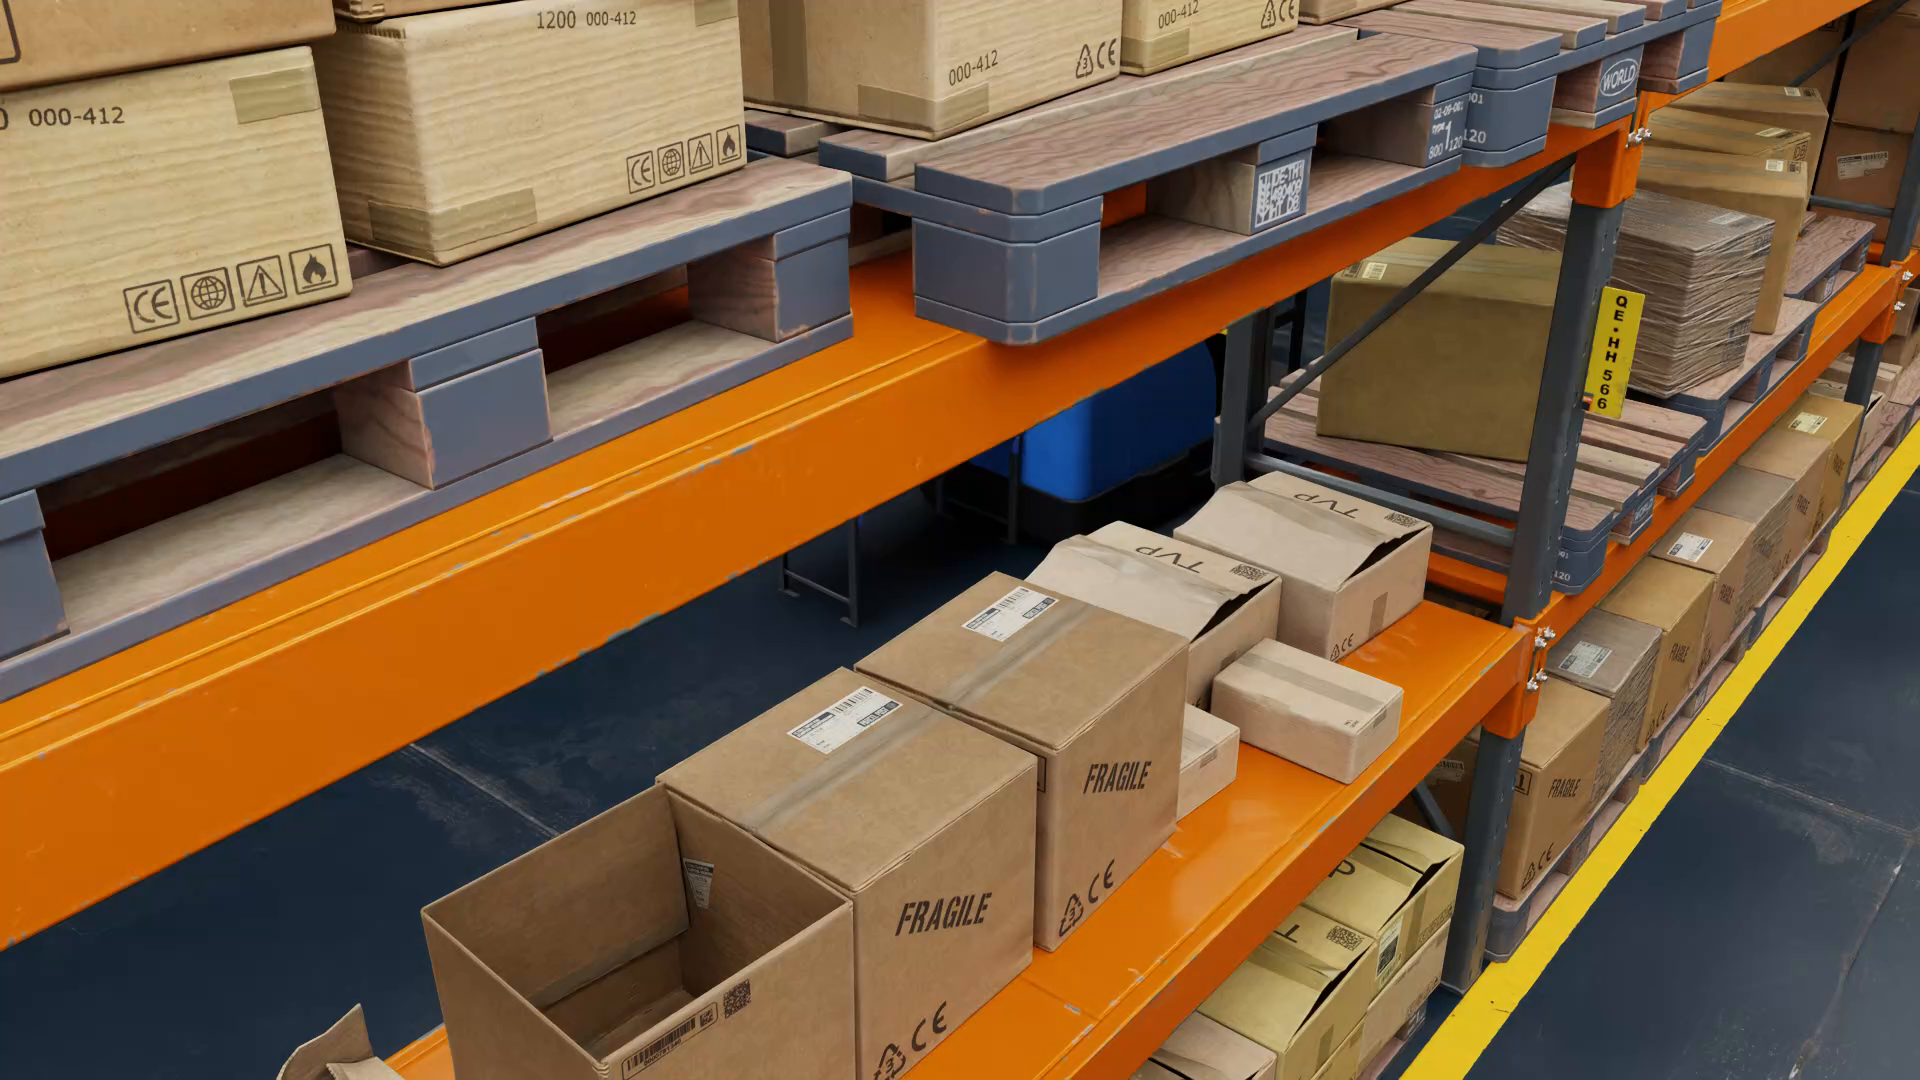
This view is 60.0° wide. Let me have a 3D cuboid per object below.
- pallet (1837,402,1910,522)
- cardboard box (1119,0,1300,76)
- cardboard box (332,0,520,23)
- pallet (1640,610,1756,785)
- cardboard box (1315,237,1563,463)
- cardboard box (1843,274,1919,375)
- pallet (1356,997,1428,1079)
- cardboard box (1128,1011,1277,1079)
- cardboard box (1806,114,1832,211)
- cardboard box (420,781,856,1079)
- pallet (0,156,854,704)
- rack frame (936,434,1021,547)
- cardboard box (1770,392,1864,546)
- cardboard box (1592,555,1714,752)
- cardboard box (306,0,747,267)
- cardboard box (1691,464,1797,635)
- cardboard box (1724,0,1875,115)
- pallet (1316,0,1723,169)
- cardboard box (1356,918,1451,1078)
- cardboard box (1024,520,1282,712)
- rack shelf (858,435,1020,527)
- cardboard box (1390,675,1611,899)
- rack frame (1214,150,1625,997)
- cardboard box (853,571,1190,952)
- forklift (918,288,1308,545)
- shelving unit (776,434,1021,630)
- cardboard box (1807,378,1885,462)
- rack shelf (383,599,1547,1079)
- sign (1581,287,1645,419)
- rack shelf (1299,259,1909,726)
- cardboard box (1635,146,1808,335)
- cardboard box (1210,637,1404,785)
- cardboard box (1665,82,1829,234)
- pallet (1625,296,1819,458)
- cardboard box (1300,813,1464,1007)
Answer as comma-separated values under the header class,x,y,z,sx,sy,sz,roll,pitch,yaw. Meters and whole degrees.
class,x,y,z,sx,sy,sz,roll,pitch,yaw
pallet,4.167,-0.531,8.548,1.003,0.211,1.213,21,34,34
cardboard box,0.248,-0.993,2.846,0.500,0.250,0.500,20,33,33
cardboard box,-0.592,-0.891,1.834,0.500,0.500,0.500,-25,36,-39
pallet,2.465,0.446,6.659,1.003,0.211,1.213,21,34,34
cardboard box,1.498,-0.596,5.071,0.700,0.500,0.500,10,29,18
cardboard box,4.920,-1.281,9.200,0.797,0.503,0.637,21,34,34
pallet,0.631,1.410,4.794,1.003,0.211,1.213,21,34,34
cardboard box,0.393,1.299,3.899,0.500,0.311,0.500,20,34,34
cardboard box,3.849,-1.823,7.901,0.500,0.500,0.500,21,34,35
cardboard box,-0.523,0.811,2.809,0.500,0.500,0.500,24,36,38
pallet,-0.808,-0.254,1.920,0.805,0.209,1.217,19,33,32
rack frame,0.080,-0.715,7.501,0.500,1.500,0.032,23,35,37
cardboard box,3.636,-0.353,7.410,0.500,0.500,0.500,21,34,34
cardboard box,2.347,0.365,6.022,0.500,0.500,0.500,20,34,34
cardboard box,-0.613,-0.554,1.997,0.500,0.250,0.500,17,32,30
cardboard box,2.996,-0.003,6.732,0.500,0.500,0.500,21,34,35
cardboard box,3.851,-2.270,7.677,0.500,0.500,0.500,21,34,35
pallet,0.822,-1.090,3.534,1.213,0.211,1.003,23,35,37
cardboard box,1.038,1.184,4.732,0.500,0.250,0.500,22,34,36
cardboard box,0.467,0.192,4.212,0.500,0.311,0.500,20,34,34
rack shelf,-0.264,-0.383,7.250,0.538,0.185,1.000,23,35,37
cardboard box,1.695,0.728,5.319,0.500,0.500,0.500,22,35,36
rack frame,1.185,-0.109,4.695,1.000,3.000,0.127,21,34,34
cardboard box,0.130,0.447,3.513,0.500,0.500,0.500,19,33,32
forklift,1.161,-1.850,8.136,1.130,2.935,3.031,23,35,37
shelving unit,-0.264,-0.543,7.168,0.538,1.500,1.048,23,35,37
cardboard box,4.163,-0.613,8.119,0.500,0.311,0.500,21,34,34
rack shelf,-0.087,0.920,3.490,1.077,0.370,4.000,21,34,34
sign,1.615,-0.462,4.118,0.100,0.325,0.005,21,34,34
rack shelf,2.457,-0.498,6.231,1.077,0.370,4.000,21,34,34
cardboard box,2.653,-1.113,6.071,0.700,0.500,0.500,12,30,22
cardboard box,0.826,0.403,3.980,0.380,0.149,0.250,21,34,34
cardboard box,3.255,-1.655,7.119,0.700,0.500,0.500,9,29,18
pallet,2.418,-0.714,6.075,1.003,0.211,1.213,21,34,34
cardboard box,1.042,0.935,4.604,0.500,0.311,0.500,22,34,36
